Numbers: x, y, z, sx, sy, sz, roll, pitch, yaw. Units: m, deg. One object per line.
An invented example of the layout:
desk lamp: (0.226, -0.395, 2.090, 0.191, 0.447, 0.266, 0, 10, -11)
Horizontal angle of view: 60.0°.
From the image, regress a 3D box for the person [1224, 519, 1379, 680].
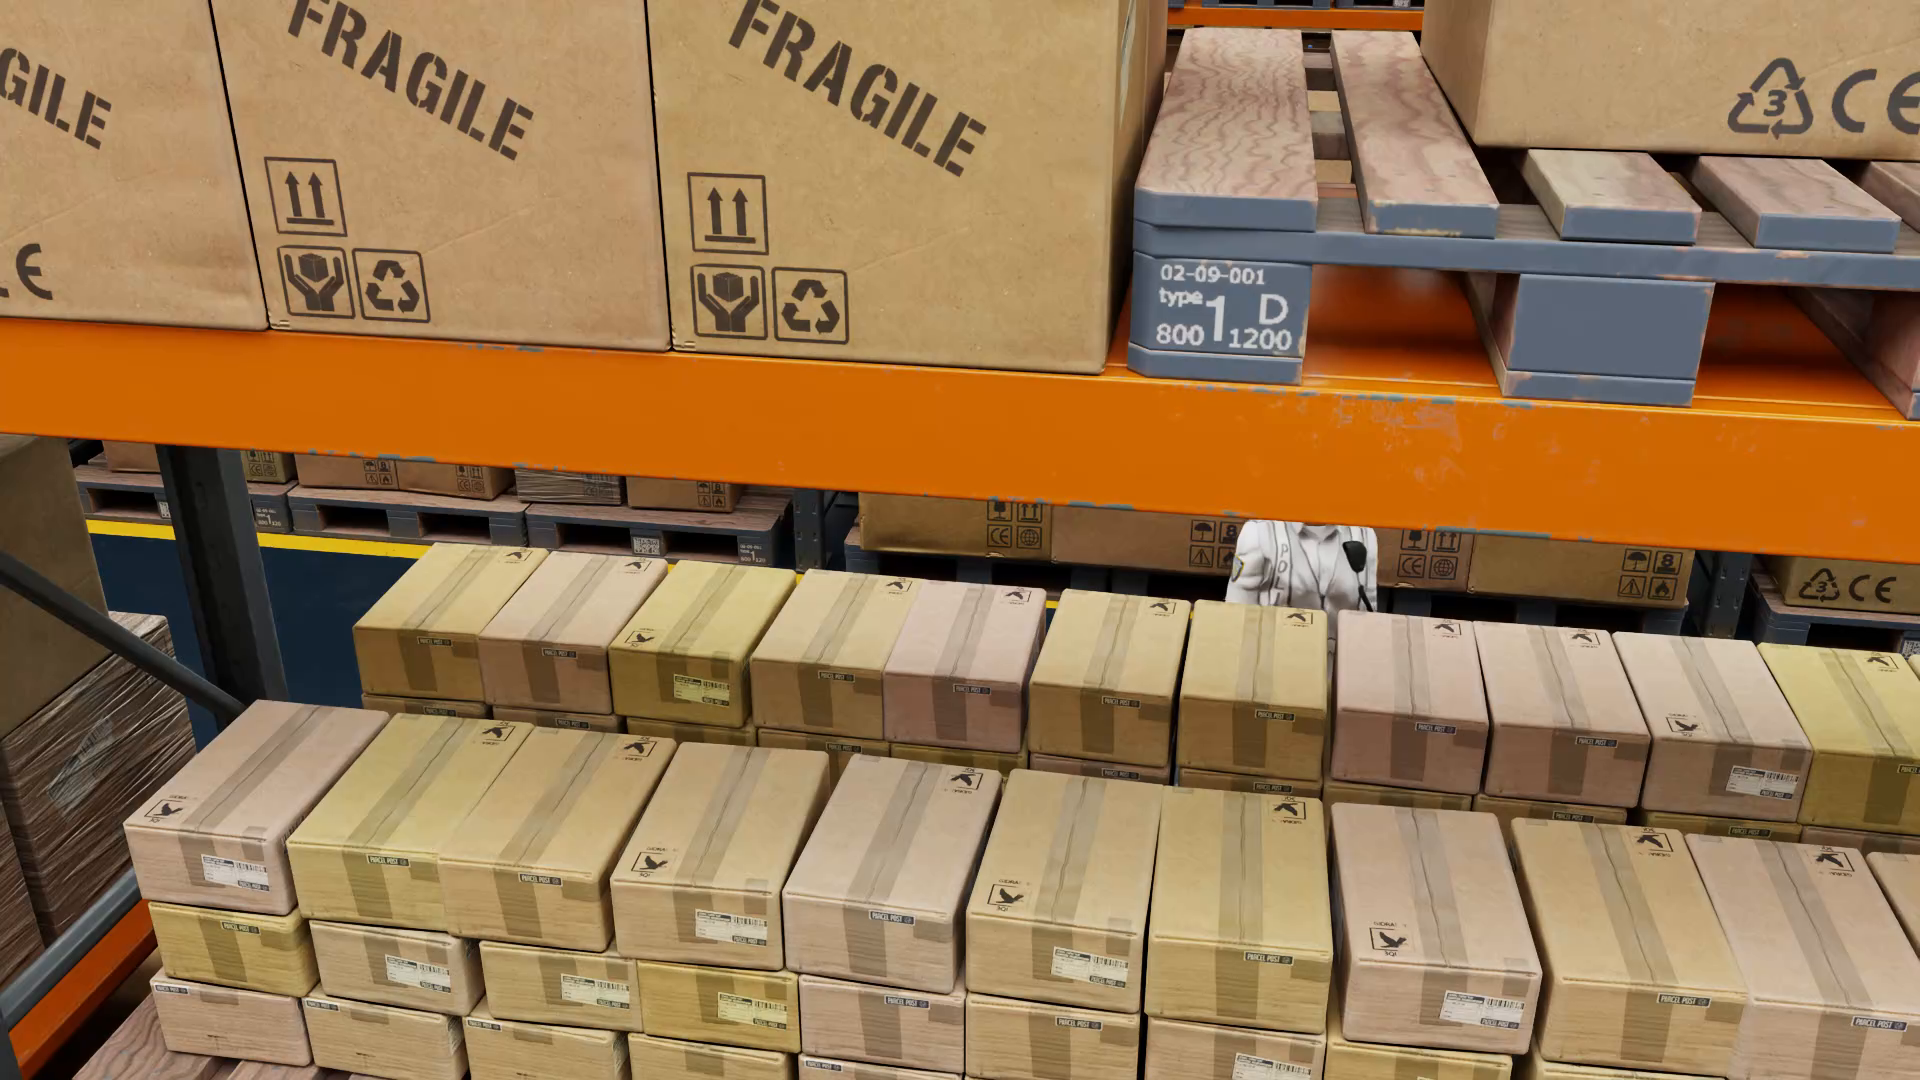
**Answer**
person: (1.058, 0.463, 5.115, 0.518, 1.645, 0.743, -3, 25, -7)
